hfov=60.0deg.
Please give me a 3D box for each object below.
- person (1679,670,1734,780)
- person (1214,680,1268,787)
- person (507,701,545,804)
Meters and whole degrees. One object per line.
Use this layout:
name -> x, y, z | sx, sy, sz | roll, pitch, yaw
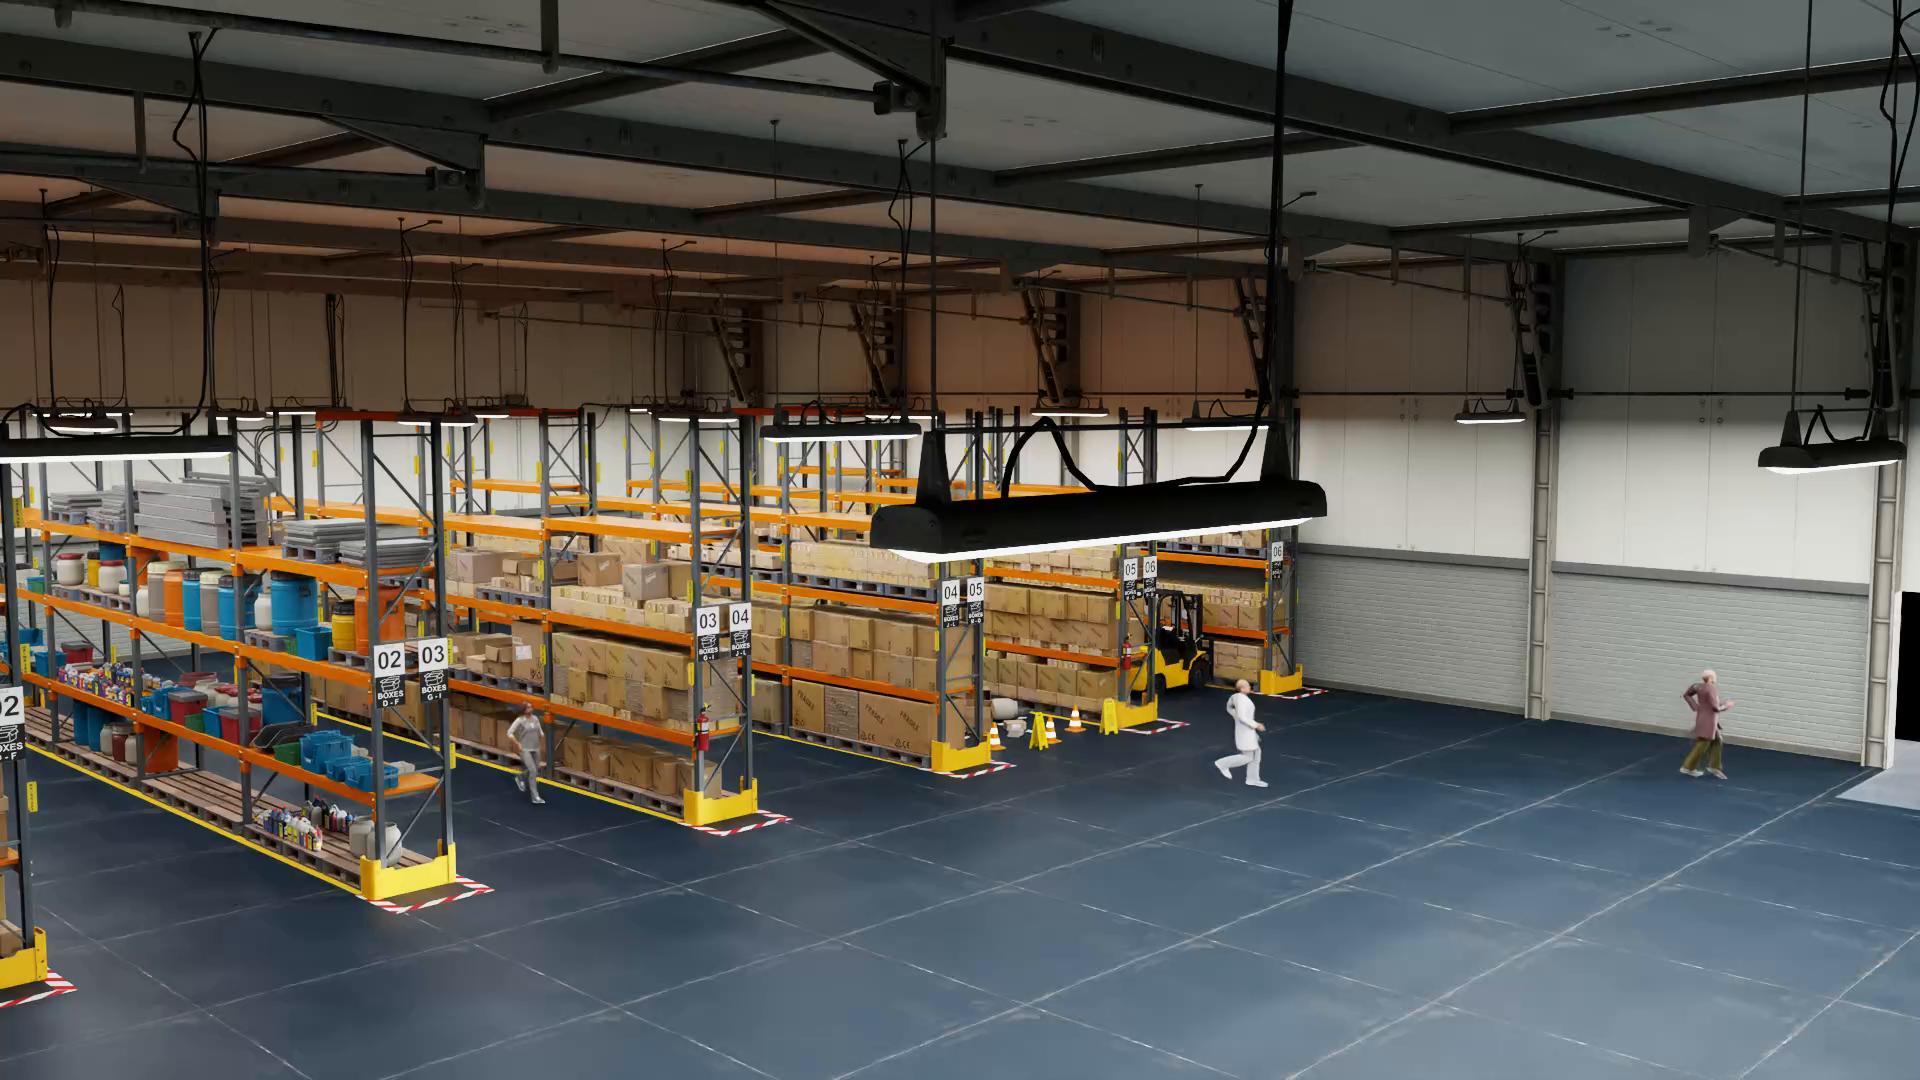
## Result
person -> 12.218, 3.030, 27.221 | 0.818, 1.834, 0.698 | 1, 5, 6
person -> 4.532, 3.108, 26.766 | 0.882, 1.752, 0.724 | 0, 5, 1
person -> -6.702, 3.273, 25.753 | 0.805, 1.549, 0.548 | 4, 7, 39
